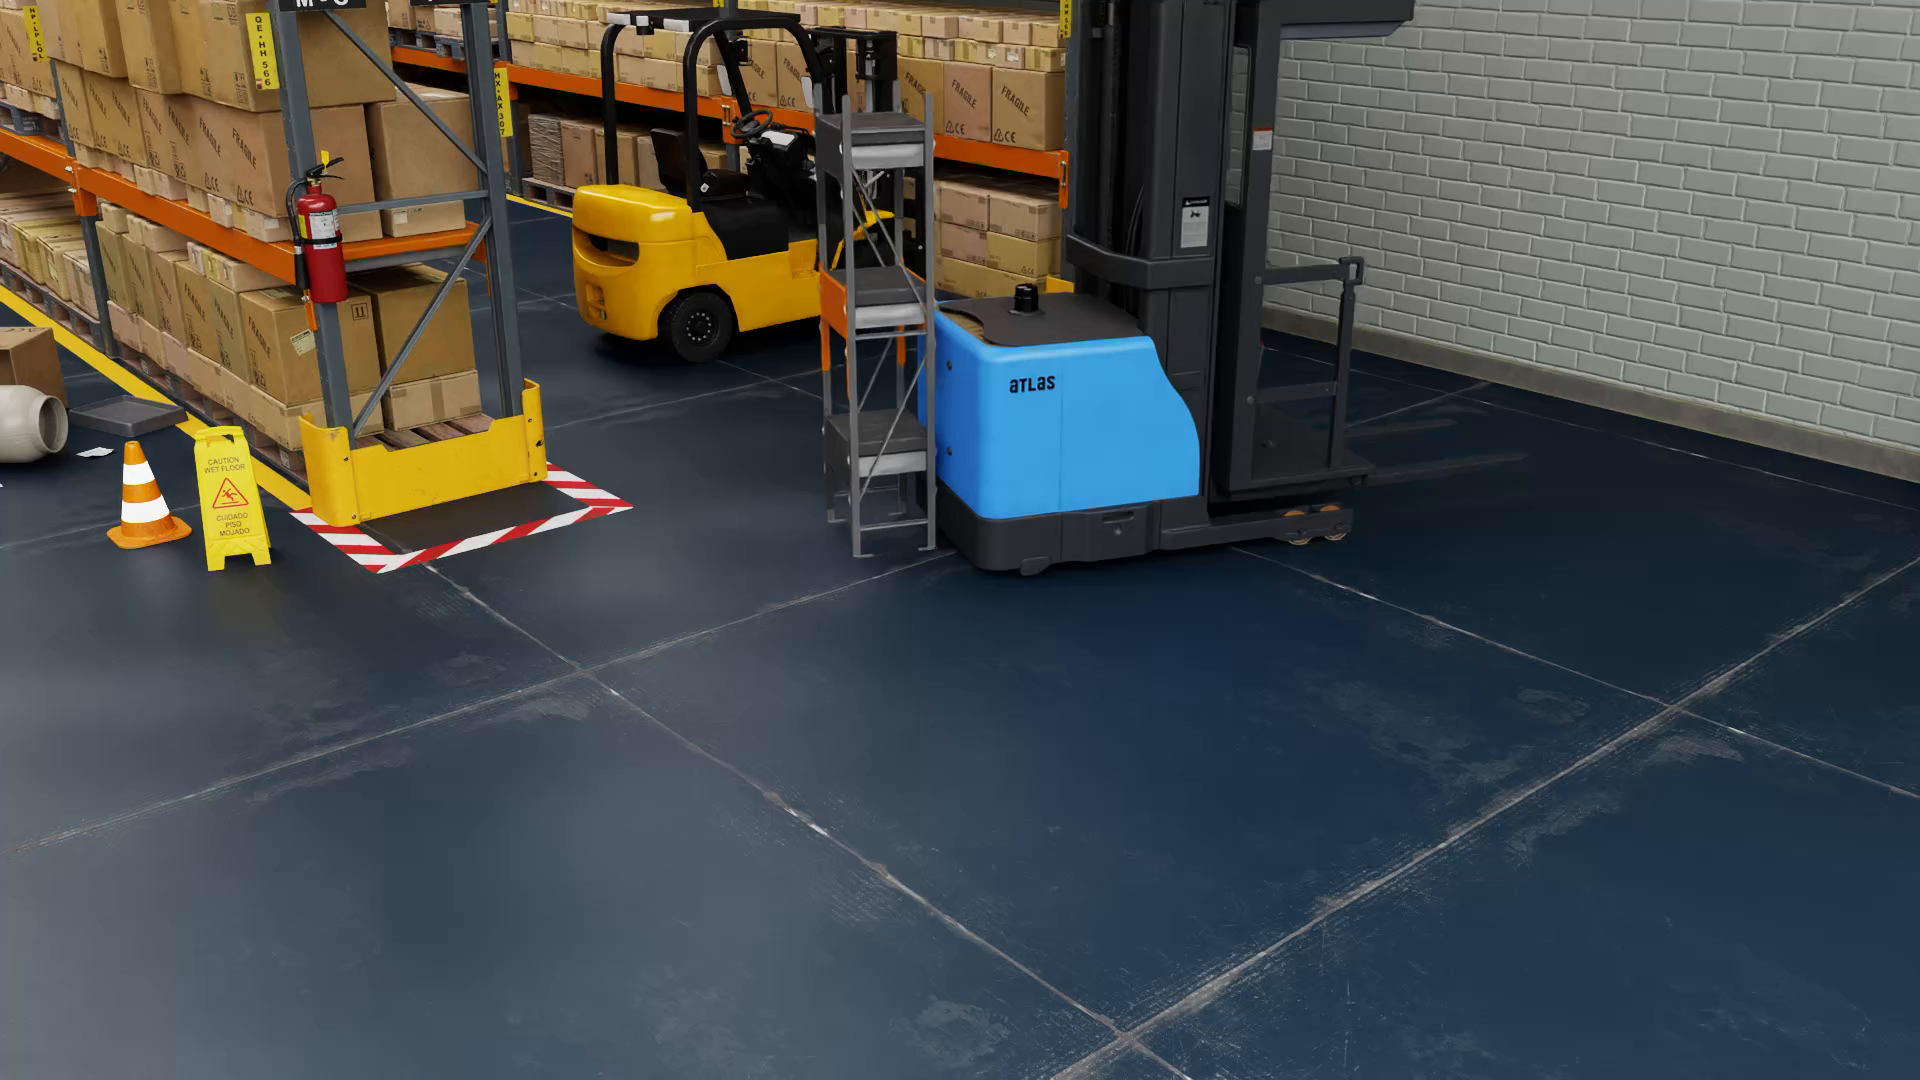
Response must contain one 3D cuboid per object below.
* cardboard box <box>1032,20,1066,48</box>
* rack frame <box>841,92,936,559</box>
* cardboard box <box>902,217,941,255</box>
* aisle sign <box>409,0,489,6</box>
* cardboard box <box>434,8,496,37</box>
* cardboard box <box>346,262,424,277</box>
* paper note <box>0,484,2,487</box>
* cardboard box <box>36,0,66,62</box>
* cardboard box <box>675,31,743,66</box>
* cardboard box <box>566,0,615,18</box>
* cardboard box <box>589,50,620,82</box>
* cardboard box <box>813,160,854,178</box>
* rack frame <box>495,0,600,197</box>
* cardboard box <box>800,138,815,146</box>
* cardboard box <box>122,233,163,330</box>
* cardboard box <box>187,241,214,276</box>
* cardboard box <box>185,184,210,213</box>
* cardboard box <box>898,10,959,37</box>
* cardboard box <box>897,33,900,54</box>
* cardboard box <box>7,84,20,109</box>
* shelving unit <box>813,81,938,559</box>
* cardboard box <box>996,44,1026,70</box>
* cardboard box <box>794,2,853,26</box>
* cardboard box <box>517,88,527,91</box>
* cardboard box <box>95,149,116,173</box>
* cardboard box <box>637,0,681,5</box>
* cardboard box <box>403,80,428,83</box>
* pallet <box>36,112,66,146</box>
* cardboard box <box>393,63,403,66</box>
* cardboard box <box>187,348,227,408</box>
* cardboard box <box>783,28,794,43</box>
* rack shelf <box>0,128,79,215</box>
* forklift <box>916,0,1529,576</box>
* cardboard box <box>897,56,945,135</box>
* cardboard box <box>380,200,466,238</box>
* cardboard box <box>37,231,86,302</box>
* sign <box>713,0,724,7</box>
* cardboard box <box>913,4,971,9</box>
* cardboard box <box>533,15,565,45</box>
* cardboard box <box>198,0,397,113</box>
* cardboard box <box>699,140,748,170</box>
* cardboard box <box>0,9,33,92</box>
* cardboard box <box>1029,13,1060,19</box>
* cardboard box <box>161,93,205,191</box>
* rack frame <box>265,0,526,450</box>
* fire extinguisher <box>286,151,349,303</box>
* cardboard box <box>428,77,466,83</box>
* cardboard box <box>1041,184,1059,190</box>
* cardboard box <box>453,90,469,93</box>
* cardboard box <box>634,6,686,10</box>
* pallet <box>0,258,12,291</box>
[{"bbox_3d":[0.694,-3.334,10.949,0.380,0.149,0.250,-17,27,-37],"label":"cardboard box"},{"bbox_3d":[-0.307,-0.914,7.439,0.400,2.100,0.015,-7,22,-17],"label":"rack frame"},{"bbox_3d":[-0.139,-2.285,12.214,0.500,0.250,0.500,-18,28,-39],"label":"cardboard box"},{"bbox_3d":[-2.395,-2.883,7.666,0.394,0.787,0.004,-17,27,-37],"label":"aisle sign"},{"bbox_3d":[-5.068,-5.348,17.156,0.500,0.250,0.500,-19,28,-40],"label":"cardboard box"},{"bbox_3d":[-3.348,-1.318,9.403,0.500,0.500,0.500,-19,28,-39],"label":"cardboard box"},{"bbox_3d":[-5.052,-0.293,8.719,0.032,0.001,0.123,-17,27,-37],"label":"paper note"},{"bbox_3d":[-5.158,-3.198,10.120,0.700,0.500,0.500,-18,28,-38],"label":"cardboard box"},{"bbox_3d":[-2.037,-4.141,13.964,0.500,0.250,0.500,-18,28,-39],"label":"cardboard box"},{"bbox_3d":[-3.420,-4.929,15.429,0.380,0.149,0.250,-17,27,-37],"label":"cardboard box"},{"bbox_3d":[-3.026,-4.333,15.140,0.500,0.250,0.500,-16,27,-36],"label":"cardboard box"},{"bbox_3d":[-0.785,-2.797,12.836,0.500,0.250,0.500,-16,27,-36],"label":"cardboard box"},{"bbox_3d":[-4.134,-5.008,16.658,1.000,3.000,0.127,-17,27,-37],"label":"rack frame"},{"bbox_3d":[-1.055,-3.194,13.849,0.500,0.250,0.500,-17,27,-36],"label":"cardboard box"},{"bbox_3d":[-4.742,-1.613,10.154,0.500,0.500,0.500,-16,27,-35],"label":"cardboard box"},{"bbox_3d":[-4.013,-1.570,9.156,0.380,0.149,0.250,-16,27,-35],"label":"cardboard box"},{"bbox_3d":[-3.964,-1.888,9.035,0.380,0.149,0.250,-18,28,-38],"label":"cardboard box"},{"bbox_3d":[-0.215,-3.663,11.788,0.380,0.149,0.250,-17,27,-36],"label":"cardboard box"},{"bbox_3d":[-0.301,-3.615,12.074,0.380,0.149,0.250,-18,27,-38],"label":"cardboard box"},{"bbox_3d":[-6.349,-3.085,11.516,0.380,0.149,0.250,-17,27,-37],"label":"cardboard box"},{"bbox_3d":[-0.385,-0.998,7.654,0.431,2.100,0.503,-7,22,-17],"label":"shelving unit"},{"bbox_3d":[0.460,-3.239,11.115,0.380,0.149,0.250,-17,27,-37],"label":"cardboard box"},{"bbox_3d":[-1.037,-4.017,12.693,0.380,0.149,0.250,-17,27,-36],"label":"cardboard box"},{"bbox_3d":[-4.929,-4.848,18.210,0.380,0.149,0.250,-18,28,-39],"label":"cardboard box"},{"bbox_3d":[-5.114,-2.383,10.299,0.380,0.149,0.250,-16,27,-36],"label":"cardboard box"},{"bbox_3d":[-2.752,-4.896,15.344,0.380,0.149,0.250,-16,27,-36],"label":"cardboard box"},{"bbox_3d":[-6.297,-5.158,19.003,0.380,0.149,0.250,-19,28,-40],"label":"cardboard box"},{"bbox_3d":[-5.670,-2.877,11.480,1.003,0.211,1.213,-17,27,-37],"label":"pallet"},{"bbox_3d":[-6.667,-5.438,19.309,0.380,0.149,0.250,-18,28,-38],"label":"cardboard box"},{"bbox_3d":[-4.079,-0.978,9.563,0.500,0.250,0.500,-19,28,-39],"label":"cardboard box"},{"bbox_3d":[-1.153,-3.965,12.967,0.380,0.149,0.250,-18,27,-38],"label":"cardboard box"},{"bbox_3d":[-6.586,-2.938,12.359,1.077,0.370,4.000,-17,27,-37],"label":"rack shelf"},{"bbox_3d":[1.356,-1.512,7.825,3.031,2.935,1.130,-7,23,-18],"label":"forklift"},{"bbox_3d":[-0.099,-3.205,11.917,0.500,0.500,0.500,-18,28,-38],"label":"cardboard box"},{"bbox_3d":[-2.735,-1.642,8.407,0.380,0.149,0.250,-17,27,-37],"label":"cardboard box"},{"bbox_3d":[-6.097,-2.035,12.093,0.950,0.372,0.625,-15,26,-34],"label":"cardboard box"},{"bbox_3d":[-1.928,-4.274,13.303,0.100,0.325,0.005,-17,27,-37],"label":"sign"},{"bbox_3d":[-0.133,-3.935,12.484,0.380,0.149,0.250,-16,27,-36],"label":"cardboard box"},{"bbox_3d":[-3.704,-4.852,15.779,0.500,0.250,0.500,-16,27,-36],"label":"cardboard box"},{"bbox_3d":[-3.169,-2.355,7.968,0.700,0.500,0.500,-18,28,-39],"label":"cardboard box"},{"bbox_3d":[-1.872,-3.135,14.554,0.875,0.625,0.625,-16,26,-35],"label":"cardboard box"},{"bbox_3d":[-6.081,-3.311,11.203,0.500,0.500,0.500,-17,27,-37],"label":"cardboard box"},{"bbox_3d":[0.702,-3.579,11.574,0.380,0.149,0.250,-17,27,-36],"label":"cardboard box"},{"bbox_3d":[-3.880,-2.163,8.849,0.500,0.500,0.500,-18,27,-38],"label":"cardboard box"},{"bbox_3d":[-2.670,-1.615,7.995,1.000,3.000,0.127,-17,27,-37],"label":"rack frame"},{"bbox_3d":[-2.944,-1.438,7.649,0.296,0.674,0.183,-17,27,-37],"label":"fire extinguisher"},{"bbox_3d":[-5.946,-5.278,19.308,0.380,0.149,0.250,-17,27,-37],"label":"cardboard box"},{"bbox_3d":[0.918,-2.357,11.712,0.500,0.250,0.500,-18,28,-38],"label":"cardboard box"},{"bbox_3d":[-5.493,-4.791,18.066,0.380,0.149,0.250,-19,28,-40],"label":"cardboard box"},{"bbox_3d":[-2.612,-4.569,14.510,0.380,0.149,0.250,-18,28,-39],"label":"cardboard box"},{"bbox_3d":[-7.383,-2.311,13.595,1.003,0.211,1.213,-17,27,-37],"label":"pallet"}]
